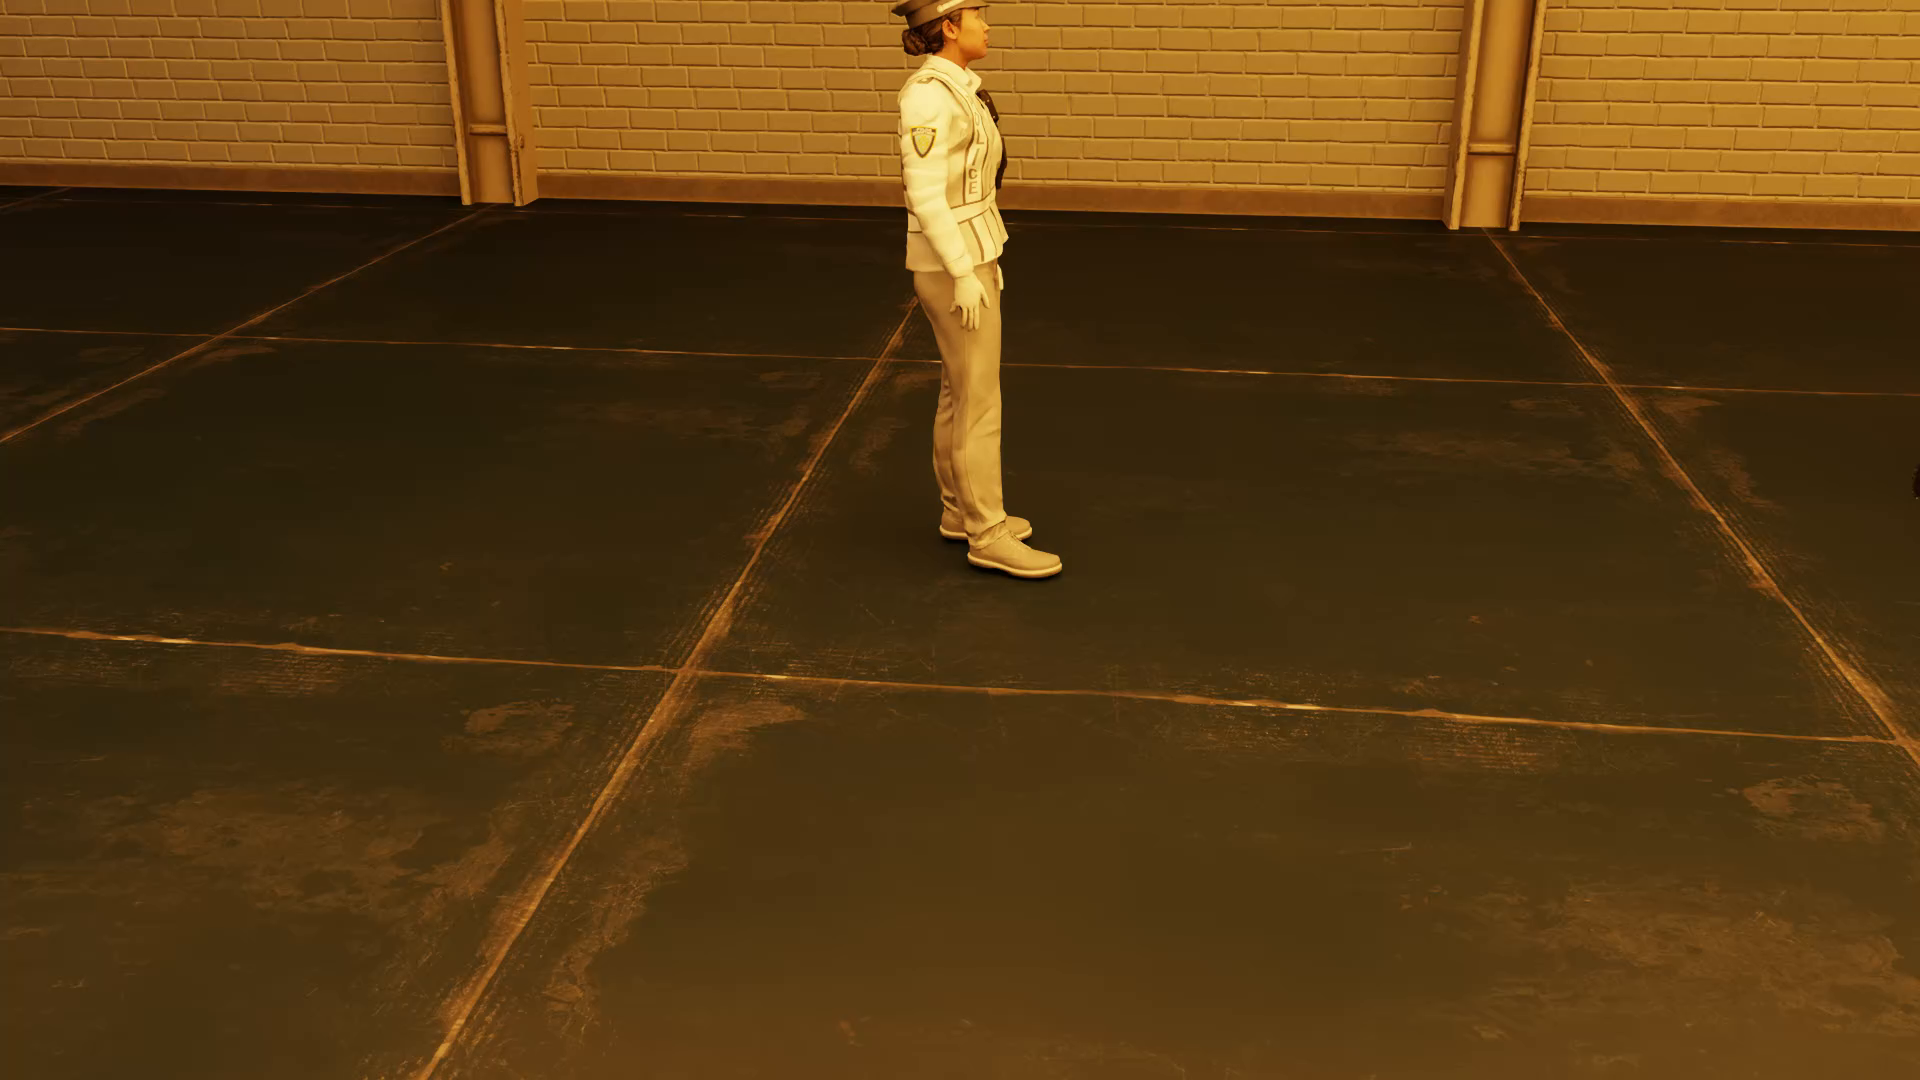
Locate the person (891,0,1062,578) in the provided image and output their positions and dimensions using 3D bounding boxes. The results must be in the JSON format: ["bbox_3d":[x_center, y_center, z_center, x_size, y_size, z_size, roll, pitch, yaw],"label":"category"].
[{"bbox_3d":[0.067,-0.787,4.843,0.530,1.694,0.586,3,22,7],"label":"person"}]

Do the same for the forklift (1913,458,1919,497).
[{"bbox_3d":[4.570,-1.259,4.379,3.031,2.935,1.130,1,22,2],"label":"forklift"}]
